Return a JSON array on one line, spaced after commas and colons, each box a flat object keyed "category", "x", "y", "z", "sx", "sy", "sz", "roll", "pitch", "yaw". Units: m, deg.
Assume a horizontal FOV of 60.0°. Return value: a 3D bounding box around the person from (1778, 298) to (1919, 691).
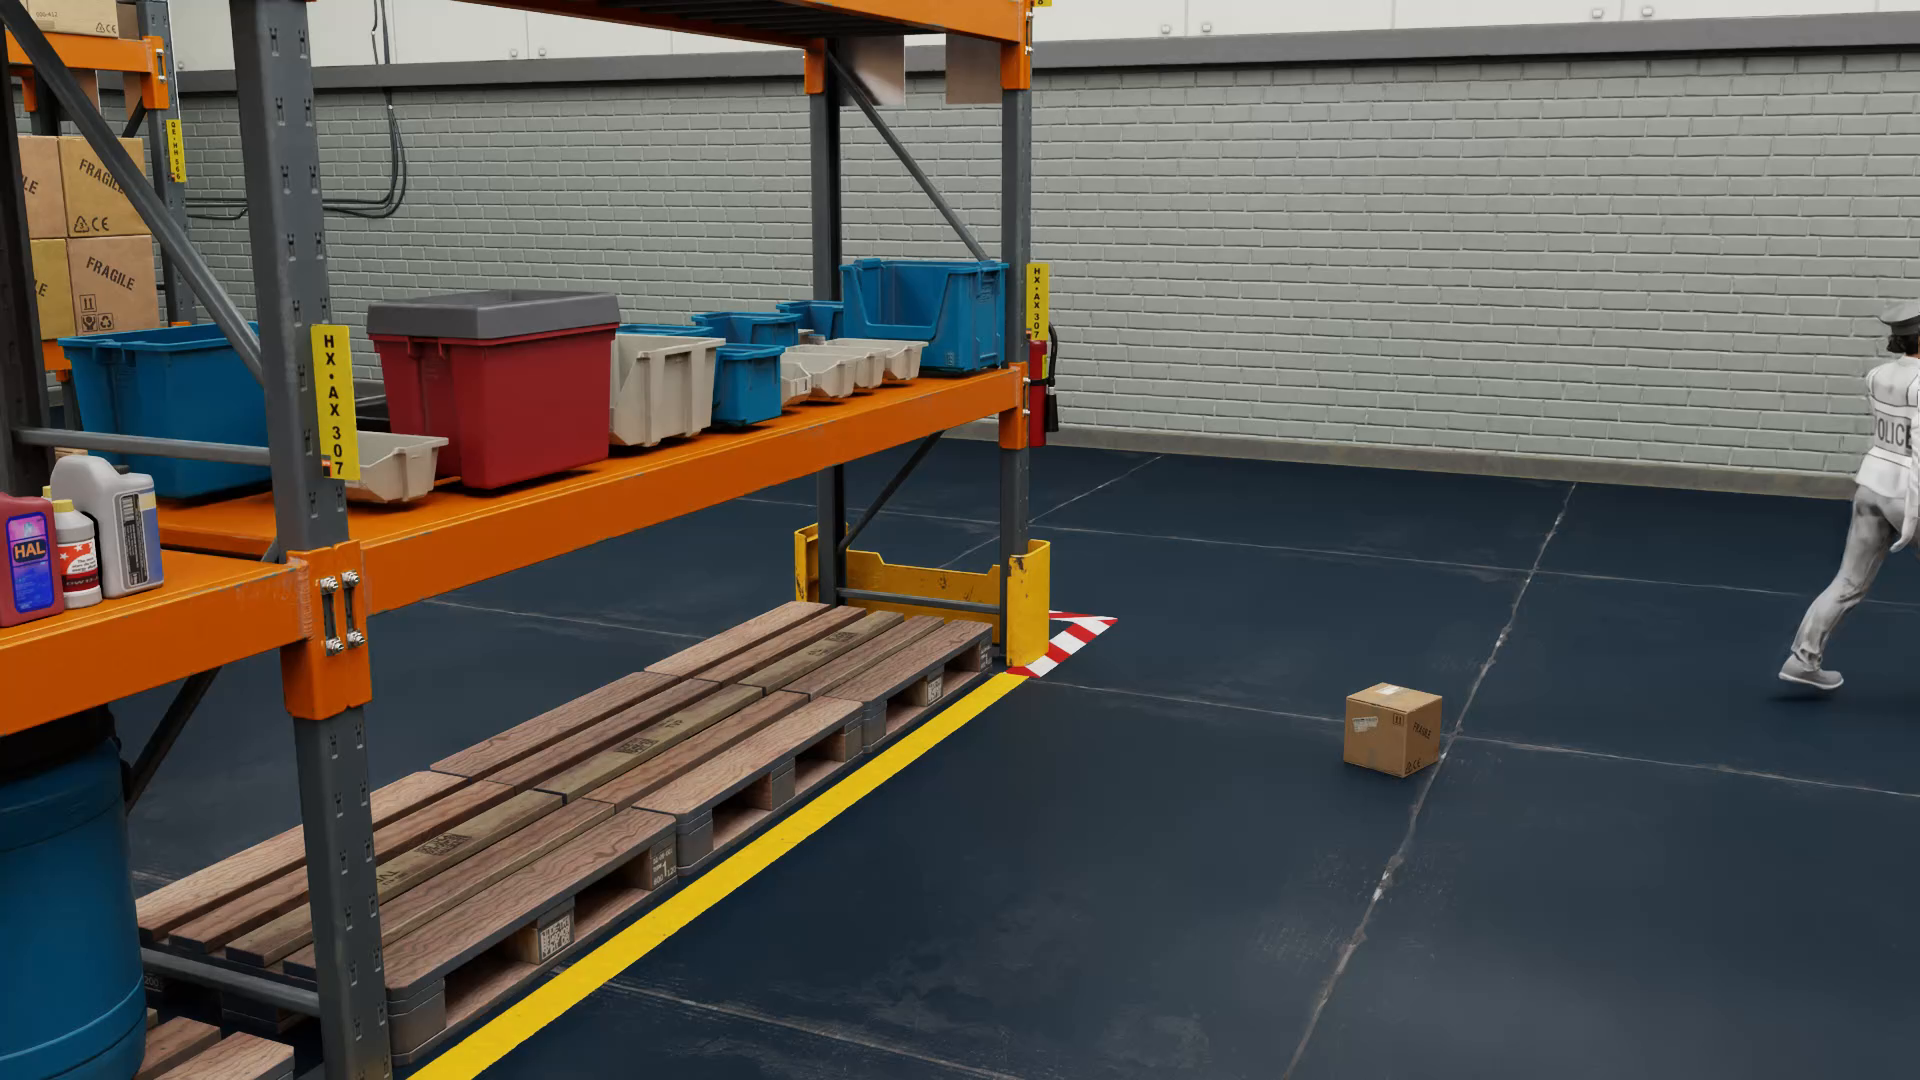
[{"category": "person", "x": 3.866, "y": -0.181, "z": 6.692, "sx": 0.993, "sy": 1.628, "sz": 0.486, "roll": -3, "pitch": 13, "yaw": -12}]
